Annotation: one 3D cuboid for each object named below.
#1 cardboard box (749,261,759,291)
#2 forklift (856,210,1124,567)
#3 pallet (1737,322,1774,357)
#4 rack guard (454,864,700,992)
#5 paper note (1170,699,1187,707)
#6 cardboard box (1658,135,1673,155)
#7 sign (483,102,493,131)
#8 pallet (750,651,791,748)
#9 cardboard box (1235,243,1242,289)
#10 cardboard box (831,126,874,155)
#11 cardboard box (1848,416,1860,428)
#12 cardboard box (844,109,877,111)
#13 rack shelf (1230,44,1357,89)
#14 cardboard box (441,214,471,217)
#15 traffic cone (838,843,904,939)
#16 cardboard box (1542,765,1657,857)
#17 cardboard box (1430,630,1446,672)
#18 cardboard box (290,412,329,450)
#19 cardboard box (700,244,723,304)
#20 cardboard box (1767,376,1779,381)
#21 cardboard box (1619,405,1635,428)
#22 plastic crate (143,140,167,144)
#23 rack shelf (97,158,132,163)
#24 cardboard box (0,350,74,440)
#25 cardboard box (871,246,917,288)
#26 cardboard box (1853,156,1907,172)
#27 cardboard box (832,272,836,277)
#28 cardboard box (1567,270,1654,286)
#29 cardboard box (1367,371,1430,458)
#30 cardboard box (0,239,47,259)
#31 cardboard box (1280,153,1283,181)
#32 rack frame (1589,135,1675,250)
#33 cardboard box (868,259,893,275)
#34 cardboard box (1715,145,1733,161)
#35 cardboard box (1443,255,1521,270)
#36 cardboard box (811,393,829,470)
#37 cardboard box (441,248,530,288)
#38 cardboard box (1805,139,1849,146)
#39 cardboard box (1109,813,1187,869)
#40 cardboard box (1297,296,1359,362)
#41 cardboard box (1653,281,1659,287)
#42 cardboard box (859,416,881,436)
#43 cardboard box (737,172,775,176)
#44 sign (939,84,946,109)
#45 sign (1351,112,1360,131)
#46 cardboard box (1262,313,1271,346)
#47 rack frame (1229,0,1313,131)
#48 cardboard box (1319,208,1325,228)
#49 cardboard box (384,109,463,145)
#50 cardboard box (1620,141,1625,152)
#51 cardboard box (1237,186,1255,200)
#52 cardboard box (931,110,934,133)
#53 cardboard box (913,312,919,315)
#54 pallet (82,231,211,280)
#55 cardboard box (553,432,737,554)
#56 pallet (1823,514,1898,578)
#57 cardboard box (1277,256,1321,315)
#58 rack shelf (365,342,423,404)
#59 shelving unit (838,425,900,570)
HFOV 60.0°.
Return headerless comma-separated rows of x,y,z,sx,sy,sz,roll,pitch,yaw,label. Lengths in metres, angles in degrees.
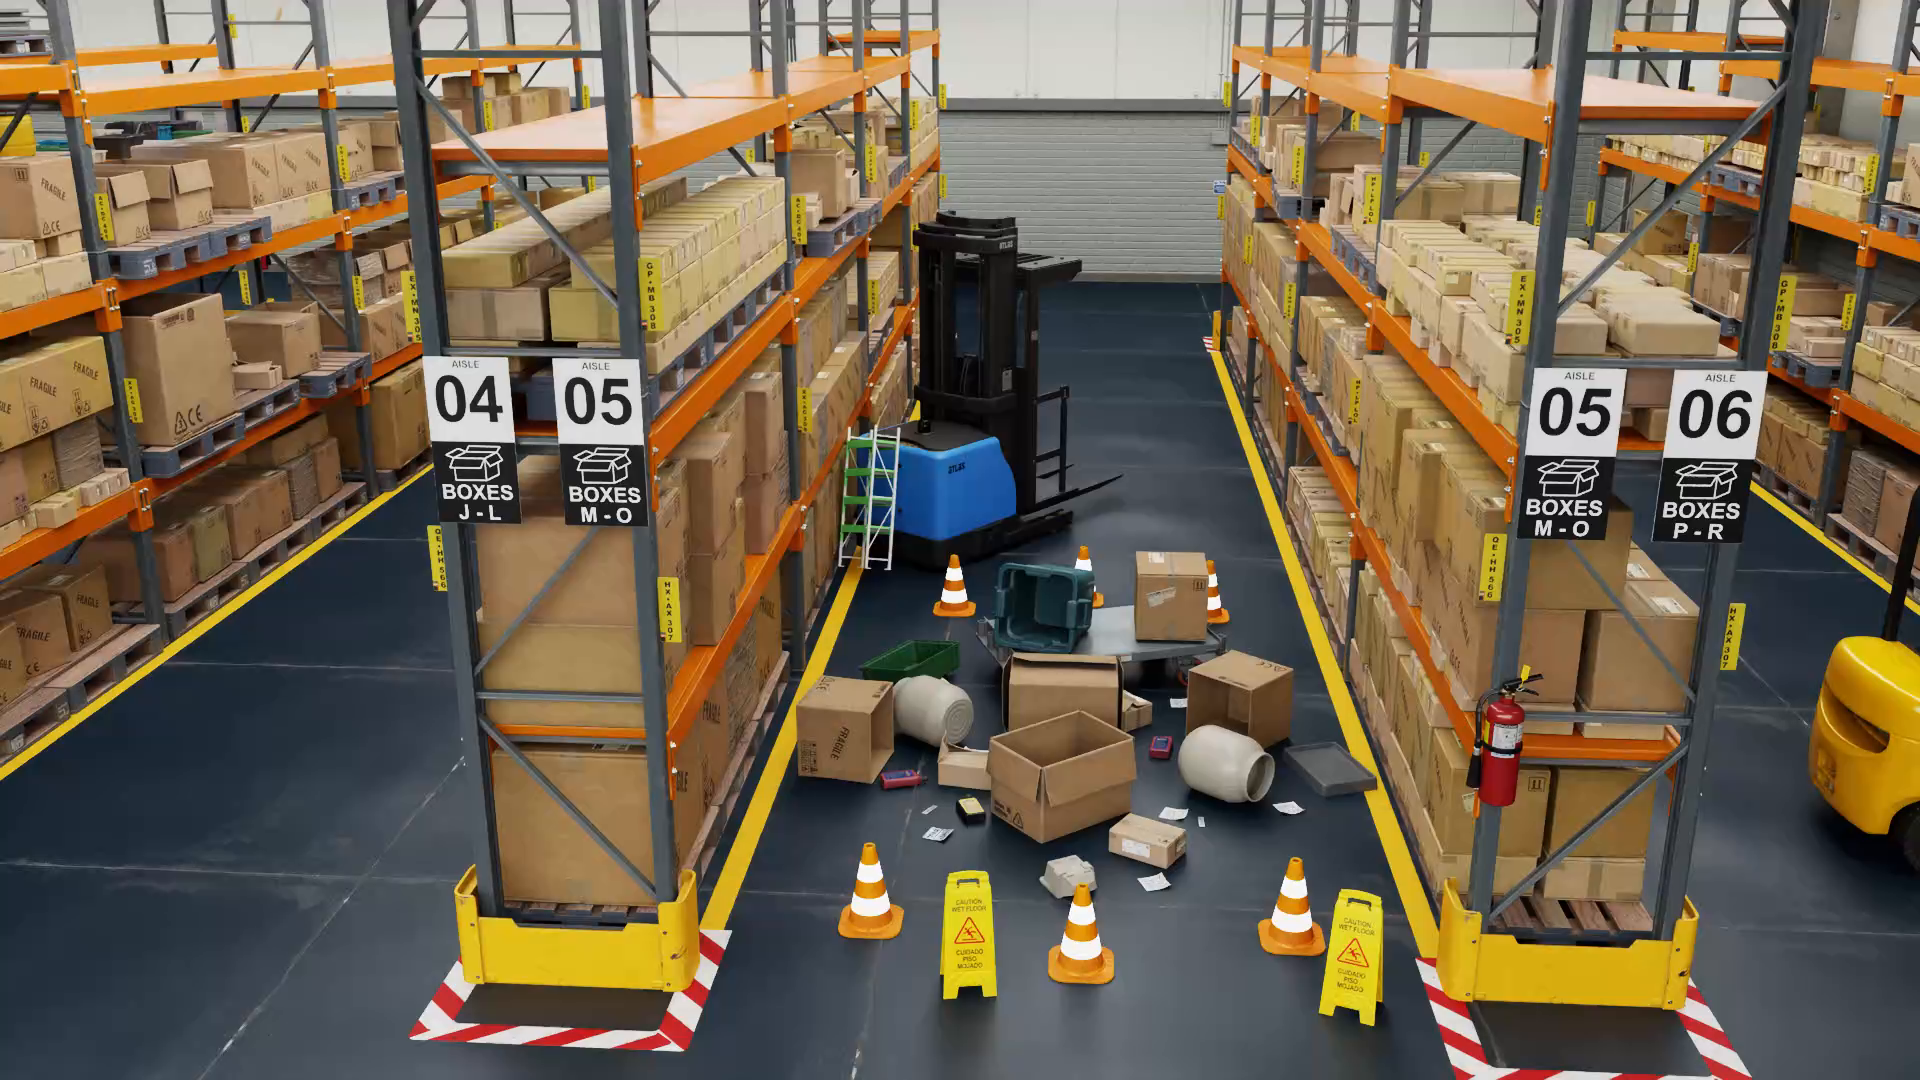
-1.426,-1.592,10.044,0.380,0.149,0.250,2,18,5,cardboard box
0.403,-1.543,15.252,1.130,2.935,3.031,15,23,38,forklift
8.671,-2.041,16.971,1.003,0.211,1.213,1,18,4,pallet
-1.935,1.963,8.457,1.175,0.500,0.348,1,18,4,rack guard
1.559,1.142,11.717,0.148,0.019,0.142,1,18,4,paper note
8.683,-4.742,19.851,0.500,0.250,0.500,2,18,5,cardboard box
-5.471,-4.913,19.274,0.100,0.325,0.005,1,18,4,sign
-1.779,1.085,11.601,1.003,0.211,1.213,1,18,4,pallet
3.703,-3.394,20.630,0.500,0.500,0.500,1,18,3,cardboard box
-1.019,-3.834,15.925,0.396,0.266,0.258,1,18,4,cardboard box
8.868,-1.164,16.284,0.380,0.149,0.250,2,18,5,cardboard box
-1.202,-5.082,19.923,0.380,0.149,0.250,2,18,6,cardboard box
4.015,-5.821,20.359,1.077,0.370,4.000,1,18,4,rack shelf
-6.246,-3.677,20.213,0.500,0.500,0.500,2,18,5,cardboard box
-0.479,1.840,8.892,0.336,0.463,0.334,1,18,4,traffic cone
3.346,1.346,8.864,0.500,0.500,0.500,1,18,2,cardboard box
2.760,0.604,8.993,0.380,0.149,0.250,2,18,5,cardboard box
-6.318,-1.028,15.674,0.500,0.250,0.500,2,18,6,cardboard box
-1.572,-1.434,8.919,0.500,0.250,0.500,1,18,3,cardboard box
8.521,-1.655,17.783,0.380,0.149,0.250,1,18,4,cardboard box
3.289,-0.639,7.969,0.380,0.149,0.250,1,18,2,cardboard box
-10.567,-5.107,21.626,0.437,0.136,0.530,1,18,4,plastic crate
-10.810,-4.917,21.777,1.077,0.370,4.000,1,18,4,rack shelf
-6.379,-0.980,11.179,0.500,0.500,0.500,1,18,4,cardboard box
-0.786,-3.297,19.855,0.500,0.500,0.500,1,18,3,cardboard box
8.390,-3.406,15.133,0.380,0.149,0.250,1,18,2,cardboard box
-1.594,-2.908,18.560,0.380,0.149,0.250,2,18,5,cardboard box
3.437,-1.334,8.809,0.380,0.149,0.250,2,18,5,cardboard box
2.992,-0.770,10.538,0.700,0.500,0.500,1,18,4,cardboard box
-6.432,-1.972,11.235,0.380,0.149,0.250,1,18,5,cardboard box
3.335,-3.635,16.250,0.396,0.266,0.258,1,18,3,cardboard box
9.110,-4.013,22.680,1.000,3.000,0.127,1,18,4,rack frame
-0.946,-3.030,18.453,0.380,0.149,0.250,1,18,2,cardboard box
8.352,-4.160,17.881,0.380,0.149,0.250,1,18,5,cardboard box
2.921,-1.506,9.333,0.380,0.149,0.250,2,18,5,cardboard box
-1.305,-0.837,12.825,0.500,0.500,0.500,1,18,4,cardboard box
-2.247,-1.277,7.800,0.380,0.149,0.250,1,18,4,cardboard box
8.774,-3.969,16.820,0.380,0.149,0.250,1,18,4,cardboard box
1.091,1.749,9.672,0.380,0.149,0.250,12,22,32,cardboard box
3.322,-1.892,14.894,0.500,0.500,0.500,1,18,2,cardboard box
8.622,-3.079,20.234,0.380,0.149,0.250,1,18,3,cardboard box
-1.054,-0.943,16.650,0.500,0.500,0.500,1,18,2,cardboard box
-1.667,-2.943,14.003,0.500,0.250,0.500,2,18,5,cardboard box
-0.234,-6.029,22.594,0.100,0.325,0.005,1,18,4,sign
4.414,-4.692,18.599,0.100,0.325,0.005,1,18,4,sign
3.444,-2.204,17.399,0.500,0.250,0.500,1,18,3,cardboard box
4.159,-6.974,22.081,1.000,3.000,0.127,1,18,4,rack frame
3.393,-2.850,14.717,0.380,0.149,0.250,1,18,4,cardboard box
-6.044,-4.594,18.800,0.700,0.500,0.500,2,18,5,cardboard box
8.862,-5.143,21.716,0.380,0.149,0.250,2,18,5,cardboard box
3.704,-4.369,20.958,0.380,0.149,0.250,1,18,3,cardboard box
-0.601,-5.486,21.796,0.500,0.250,0.500,1,18,2,cardboard box
-0.538,-2.999,22.535,0.380,0.149,0.250,1,18,3,cardboard box
-6.436,-2.143,12.456,1.213,0.211,1.003,1,18,4,pallet
-1.745,-0.275,9.297,0.875,0.550,0.550,1,18,4,cardboard box
8.438,0.051,14.754,1.003,0.211,1.213,1,18,4,pallet
3.390,-2.487,16.255,0.500,0.500,0.500,2,18,5,cardboard box
-6.156,-2.139,18.115,1.077,0.370,4.000,1,18,4,rack shelf
-0.775,-0.359,14.149,0.258,1.200,0.503,4,-1,-31,shelving unit
